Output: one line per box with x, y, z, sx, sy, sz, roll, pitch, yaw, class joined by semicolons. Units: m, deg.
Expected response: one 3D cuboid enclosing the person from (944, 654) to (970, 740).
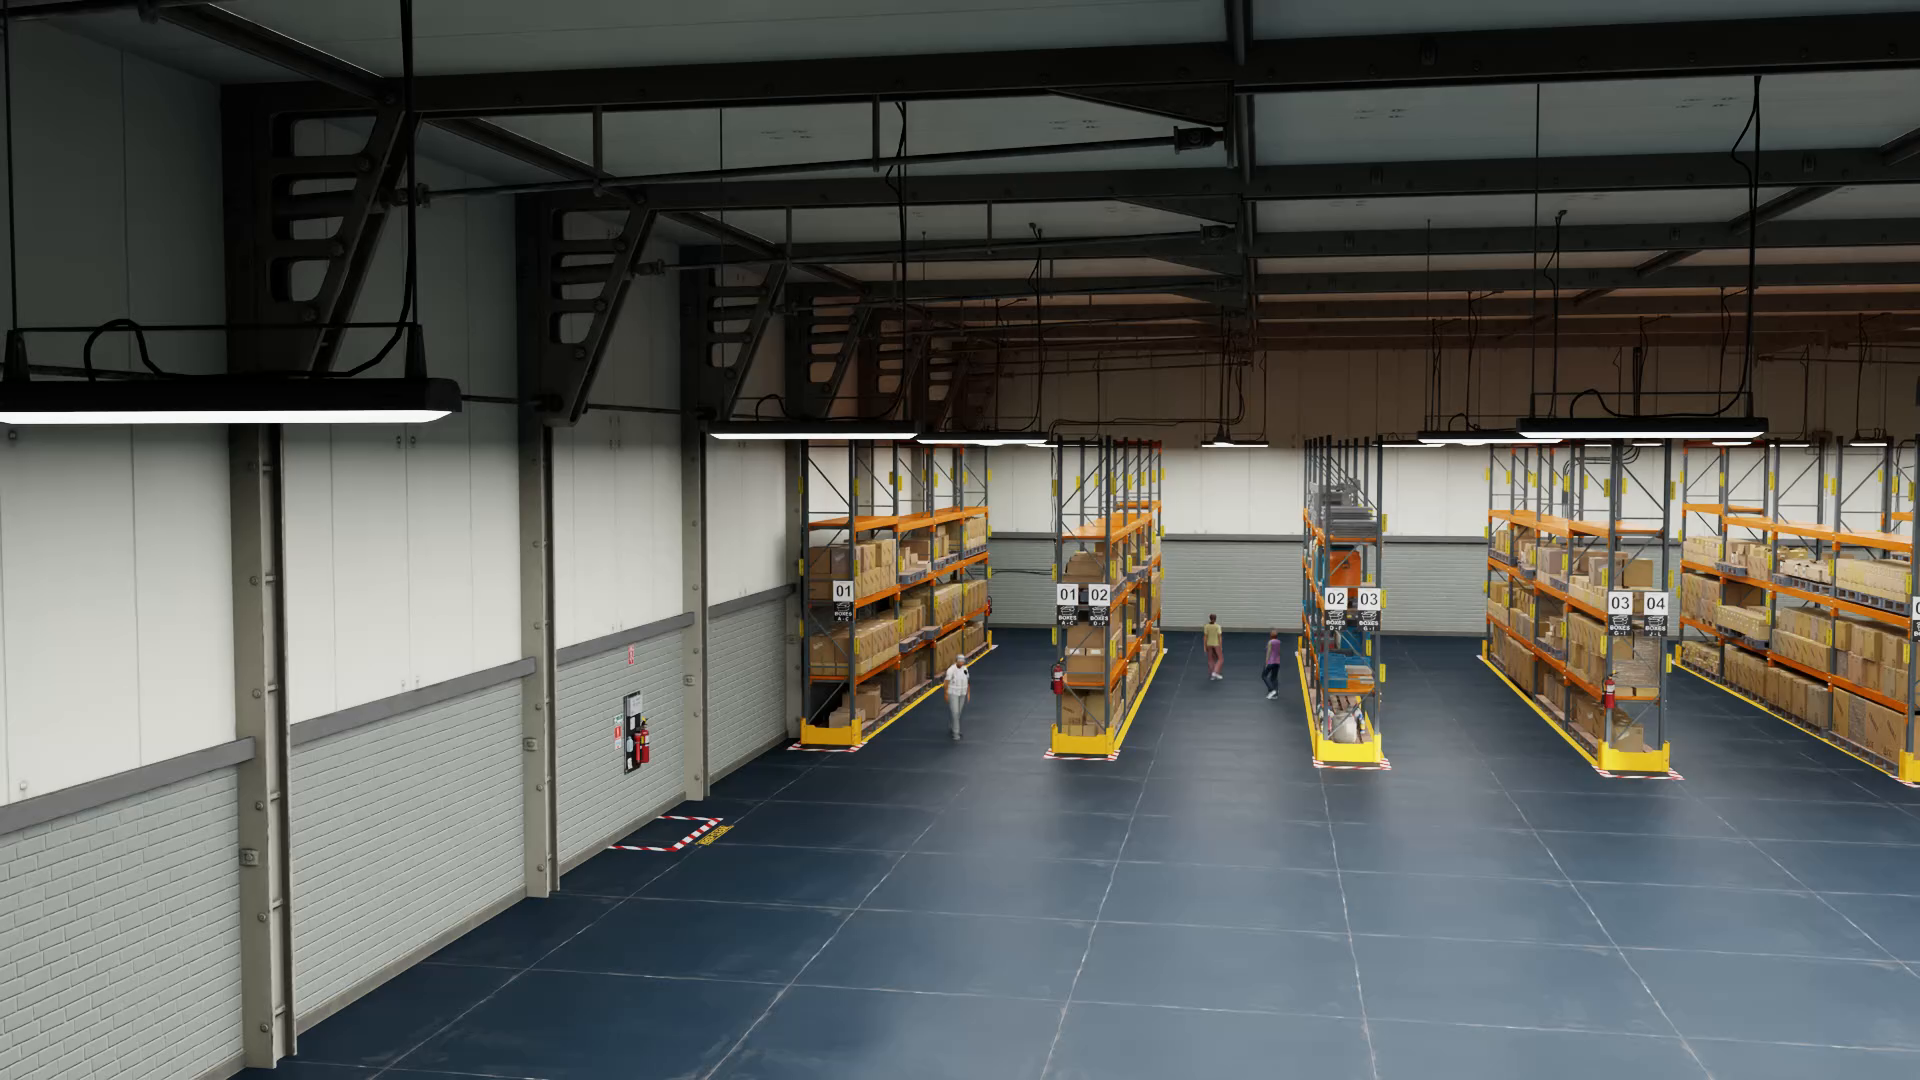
-0.063;3.119;33.241;0.532;1.688;0.751;-2;4;-37;person

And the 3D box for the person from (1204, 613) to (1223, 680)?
6.302;2.660;41.339;0.500;1.667;0.528;1;3;20;person

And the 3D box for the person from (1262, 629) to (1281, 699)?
7.187;2.848;38.150;0.471;1.599;0.381;-2;4;-29;person
